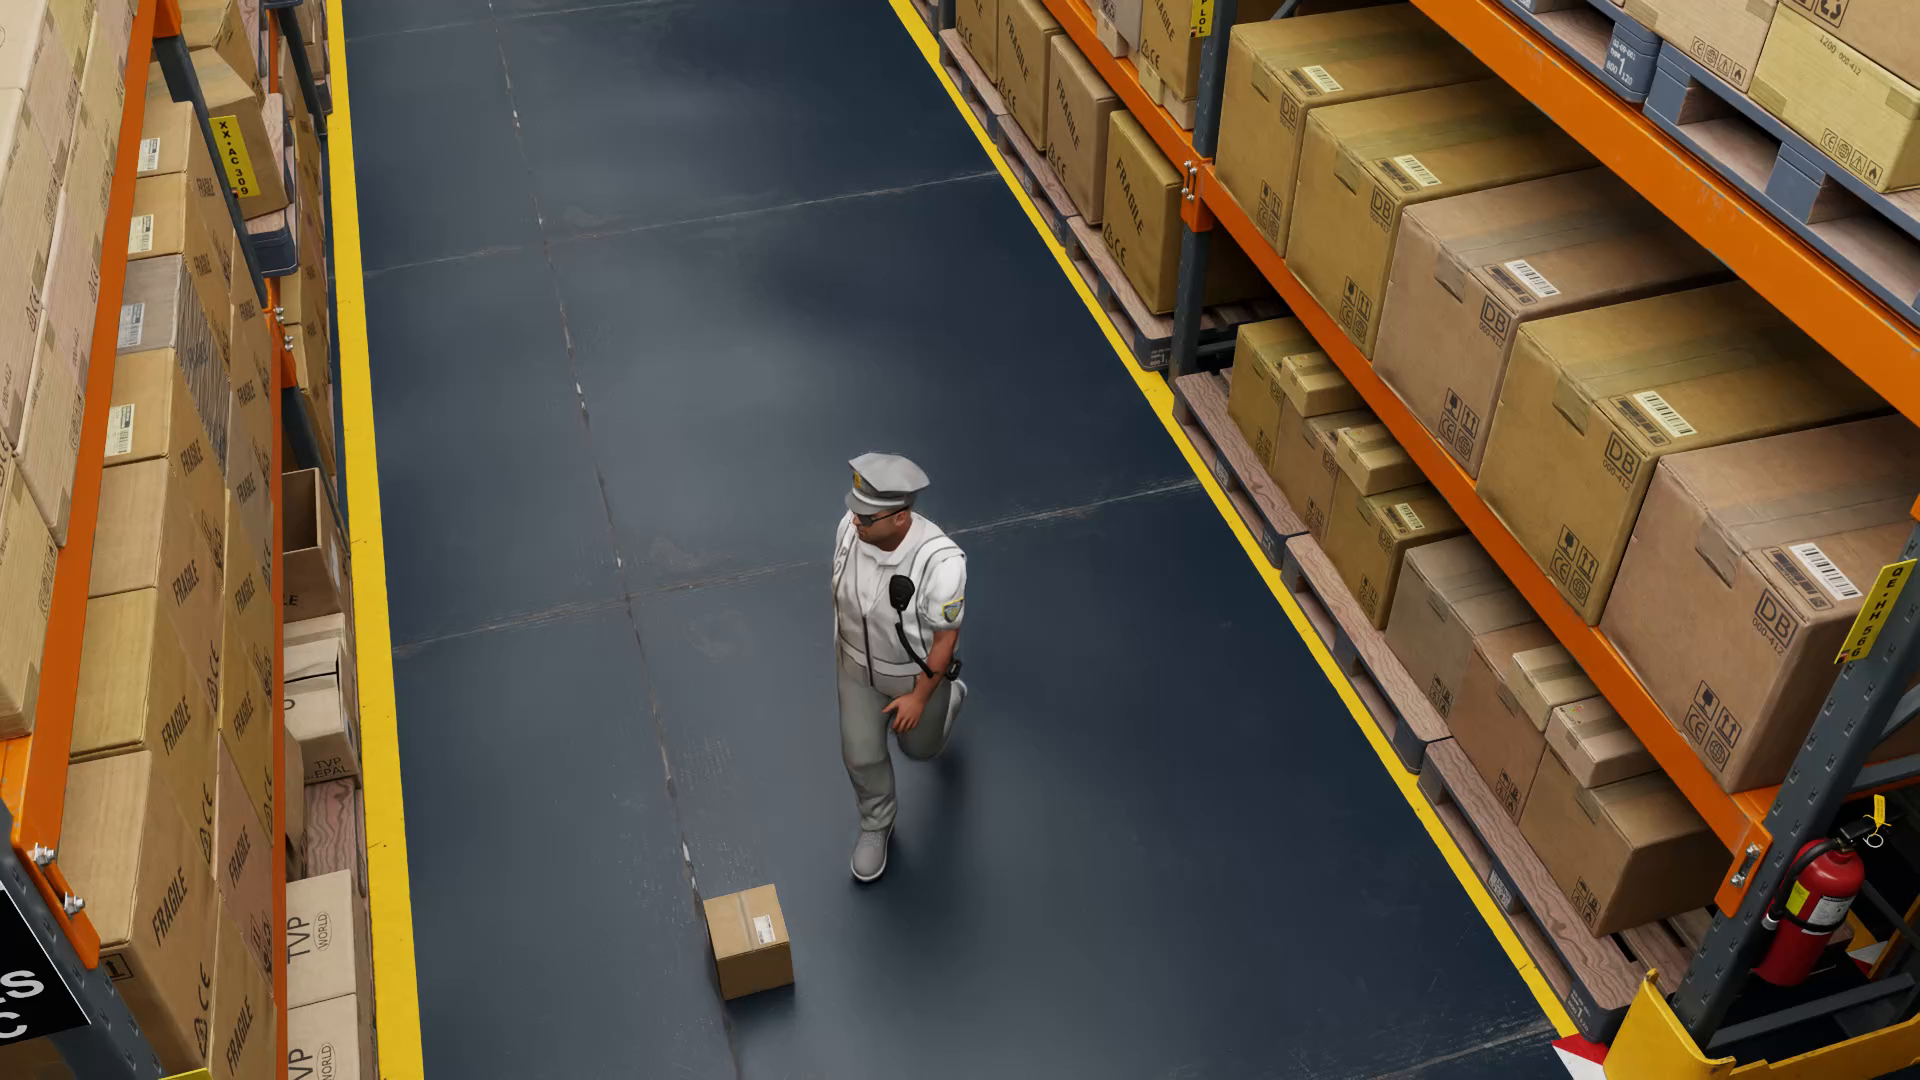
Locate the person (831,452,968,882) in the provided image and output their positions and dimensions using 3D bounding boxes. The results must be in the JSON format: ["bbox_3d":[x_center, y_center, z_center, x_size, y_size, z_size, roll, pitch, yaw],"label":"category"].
[{"bbox_3d":[-0.189,0.353,5.757,0.529,1.725,0.844,15,44,16],"label":"person"}]
